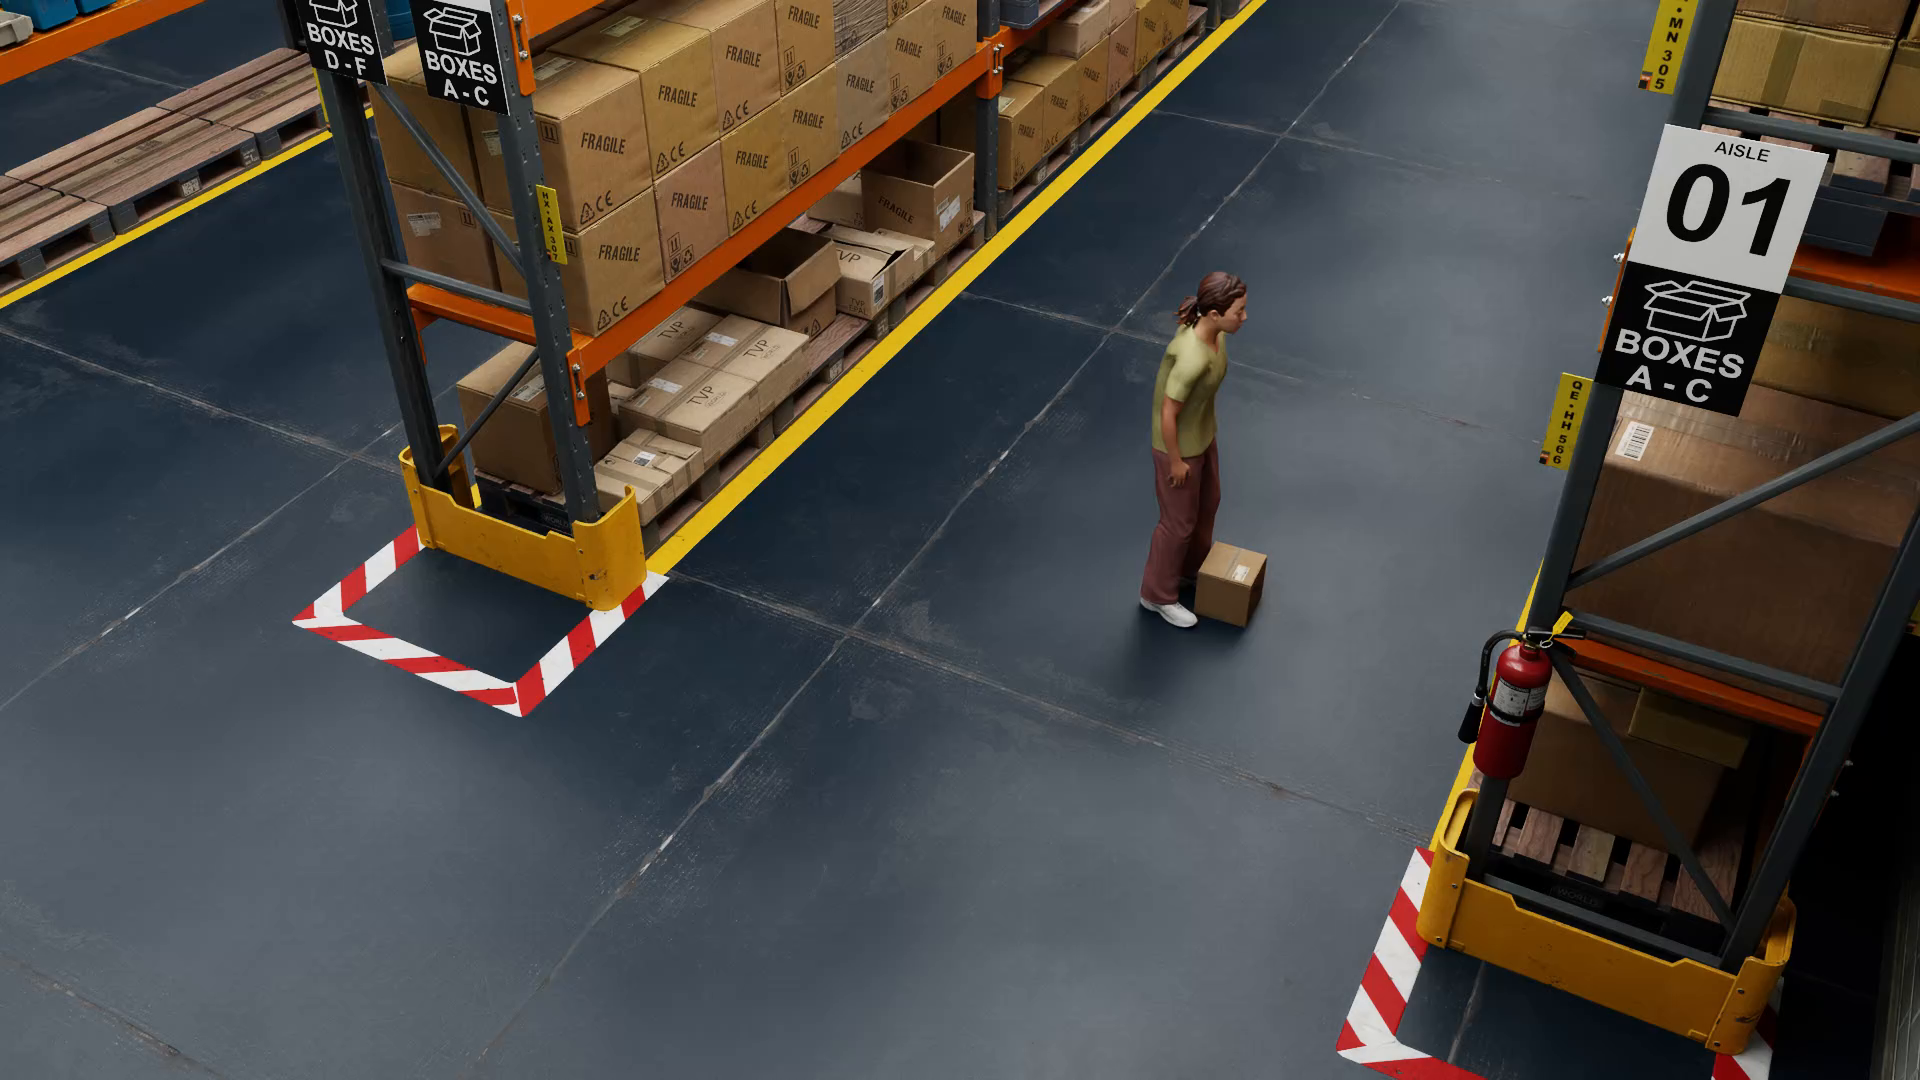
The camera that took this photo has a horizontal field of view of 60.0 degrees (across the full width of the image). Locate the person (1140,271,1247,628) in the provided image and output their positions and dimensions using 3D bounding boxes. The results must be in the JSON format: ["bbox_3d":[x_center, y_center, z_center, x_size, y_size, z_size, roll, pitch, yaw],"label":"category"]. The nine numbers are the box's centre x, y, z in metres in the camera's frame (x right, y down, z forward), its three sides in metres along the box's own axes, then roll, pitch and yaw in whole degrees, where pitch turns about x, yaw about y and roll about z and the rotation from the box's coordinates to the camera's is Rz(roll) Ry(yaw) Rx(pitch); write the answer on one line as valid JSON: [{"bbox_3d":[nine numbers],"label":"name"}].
[{"bbox_3d":[1.043,-0.416,7.281,0.417,1.671,0.519,15,41,19],"label":"person"}]
